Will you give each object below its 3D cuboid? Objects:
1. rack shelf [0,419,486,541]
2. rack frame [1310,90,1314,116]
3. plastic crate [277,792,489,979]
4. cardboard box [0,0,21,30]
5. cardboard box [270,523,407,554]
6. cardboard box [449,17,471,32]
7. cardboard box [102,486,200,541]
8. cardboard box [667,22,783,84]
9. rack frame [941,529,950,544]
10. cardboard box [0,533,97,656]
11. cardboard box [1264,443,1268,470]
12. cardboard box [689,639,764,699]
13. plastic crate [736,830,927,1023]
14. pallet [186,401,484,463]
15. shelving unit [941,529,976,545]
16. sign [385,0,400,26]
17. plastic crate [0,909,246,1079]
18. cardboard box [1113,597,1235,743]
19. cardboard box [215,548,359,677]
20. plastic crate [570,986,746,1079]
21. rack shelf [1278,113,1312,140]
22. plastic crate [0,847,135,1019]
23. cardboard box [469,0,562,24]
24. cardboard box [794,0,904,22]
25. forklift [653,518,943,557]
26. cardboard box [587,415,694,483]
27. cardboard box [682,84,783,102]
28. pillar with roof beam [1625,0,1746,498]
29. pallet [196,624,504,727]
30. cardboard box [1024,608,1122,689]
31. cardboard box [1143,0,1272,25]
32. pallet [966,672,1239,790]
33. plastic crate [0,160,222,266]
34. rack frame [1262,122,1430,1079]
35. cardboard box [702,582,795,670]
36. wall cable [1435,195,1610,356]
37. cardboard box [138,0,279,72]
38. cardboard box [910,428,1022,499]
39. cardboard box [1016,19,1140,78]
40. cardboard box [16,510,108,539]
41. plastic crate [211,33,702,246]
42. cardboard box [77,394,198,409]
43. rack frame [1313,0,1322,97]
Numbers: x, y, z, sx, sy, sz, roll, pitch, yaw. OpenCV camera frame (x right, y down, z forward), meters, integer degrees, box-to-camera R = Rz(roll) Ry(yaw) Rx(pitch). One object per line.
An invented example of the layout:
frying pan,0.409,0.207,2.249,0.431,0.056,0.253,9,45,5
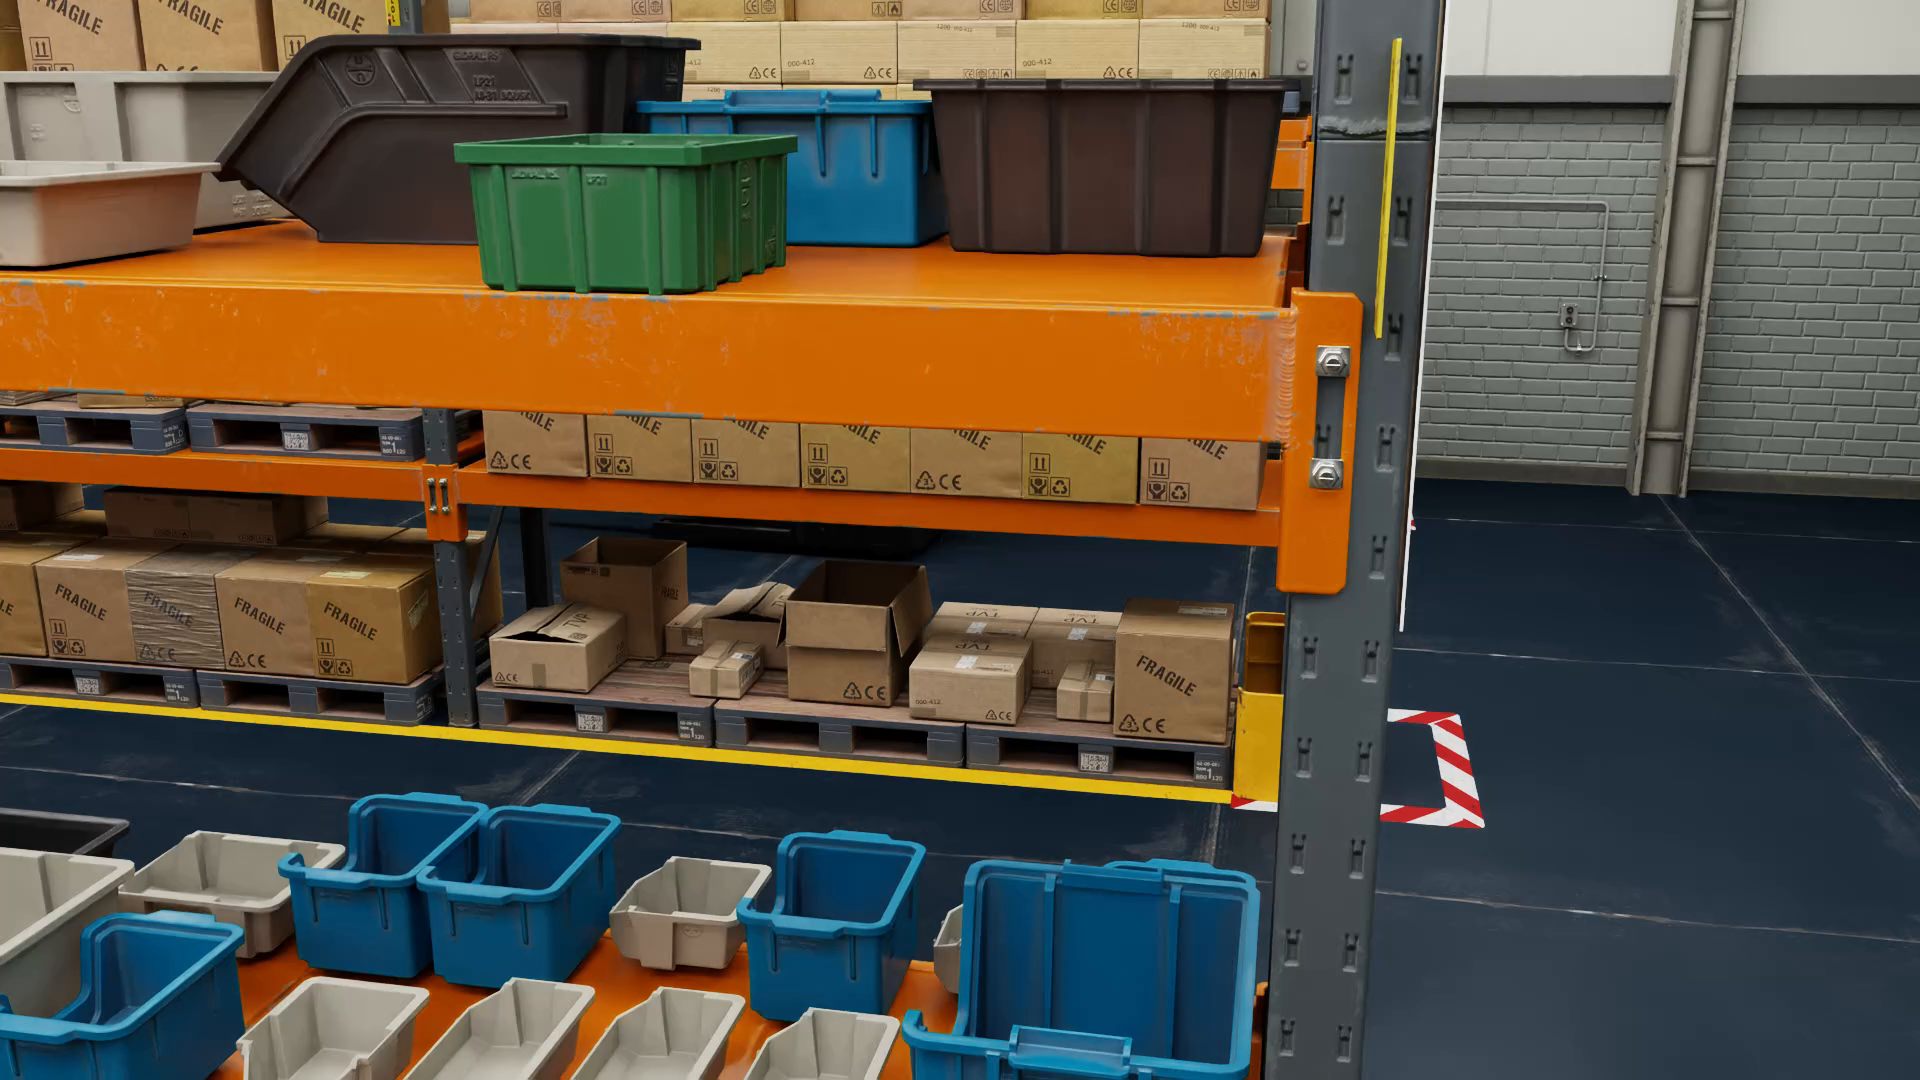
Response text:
rack shelf,-4.313,-0.413,8.712,4.000,0.370,1.077,3,16,11
rack frame,2.550,-1.737,12.143,0.127,3.000,1.000,3,16,11
plastic crate,-1.185,0.721,3.470,0.300,0.233,0.416,3,16,11
cardboard box,-4.847,-2.763,8.167,0.500,0.500,0.500,3,16,11
cardboard box,-3.304,0.224,8.922,0.500,0.500,0.500,3,16,12
cardboard box,-3.734,-3.810,12.997,0.500,0.500,0.700,4,16,14
cardboard box,-4.250,-0.191,9.018,0.500,0.250,0.500,3,16,10
cardboard box,-0.948,-2.121,7.255,0.500,0.250,0.500,3,16,11
rack frame,-0.100,-0.584,11.354,0.006,1.200,0.240,4,16,13
cardboard box,-4.879,0.280,8.721,0.500,0.500,0.500,3,16,10
cardboard box,1.184,-0.581,7.785,0.500,0.500,0.500,3,16,12
cardboard box,-1.135,0.622,8.110,0.250,0.166,0.380,3,16,11
plastic crate,-0.246,0.772,3.286,0.300,0.233,0.416,3,16,11
pallet,-3.114,-0.632,8.514,1.213,0.211,1.003,3,16,11
shelving unit,-0.011,-0.579,11.334,0.189,1.200,0.258,4,16,13
sign,-2.460,-2.393,7.185,0.005,0.325,0.100,3,16,11
plastic crate,-1.488,0.865,2.953,0.300,0.233,0.416,3,16,11
cardboard box,0.985,0.588,7.610,0.500,0.500,0.500,3,16,11
cardboard box,-3.377,0.359,8.434,0.500,0.500,0.500,3,16,11
plastic crate,-0.540,0.938,2.869,0.243,0.136,0.396,3,16,11
rack shelf,0.590,-2.942,12.222,4.000,0.370,1.077,3,16,11
plastic crate,-1.884,0.800,3.095,0.530,0.282,0.437,3,16,11
cardboard box,-1.869,-2.613,7.627,0.500,0.500,0.700,3,16,11
cardboard box,-0.396,-2.538,7.355,0.500,0.500,0.700,3,16,11
forklift,-1.599,-1.501,11.422,3.031,2.935,1.130,4,16,15
cardboard box,-1.406,-0.577,7.768,0.500,0.500,0.500,3,16,12
cardboard box,-0.947,-1.881,7.327,0.500,0.250,0.500,3,16,11
pillar with roof beam,4.510,-3.584,7.574,0.400,9.000,9.100,3,16,11
pallet,-3.158,0.657,8.725,1.213,0.211,1.003,3,16,11
cardboard box,0.600,0.543,8.240,0.500,0.250,0.500,3,16,11
cardboard box,1.060,-2.439,7.000,0.500,0.500,0.700,3,16,11
pallet,0.711,0.857,8.003,1.213,0.211,1.003,3,16,11
plastic crate,-1.498,-0.509,2.584,0.530,0.136,0.437,3,16,11
rack frame,0.576,0.855,2.786,0.127,3.000,1.000,3,16,11
cardboard box,-1.003,0.426,8.546,0.500,0.311,0.500,3,16,11
wall cable,3.993,-2.406,12.654,1.851,1.984,0.084,3,16,11
cardboard box,-3.492,-2.473,8.022,0.600,0.600,0.600,3,16,10
cardboard box,0.077,-0.496,7.477,0.500,0.500,0.500,3,16,12
cardboard box,0.522,-2.042,6.970,0.500,0.250,0.500,3,16,11
cardboard box,-4.803,0.142,9.217,0.500,0.500,0.500,3,16,9
plastic crate,-0.866,-0.714,2.947,0.767,0.338,0.504,3,16,11
cardboard box,-4.097,-0.982,8.443,0.500,0.500,0.700,-1,16,-3
rack frame,1.567,-3.332,6.663,0.127,3.000,1.000,3,16,11
